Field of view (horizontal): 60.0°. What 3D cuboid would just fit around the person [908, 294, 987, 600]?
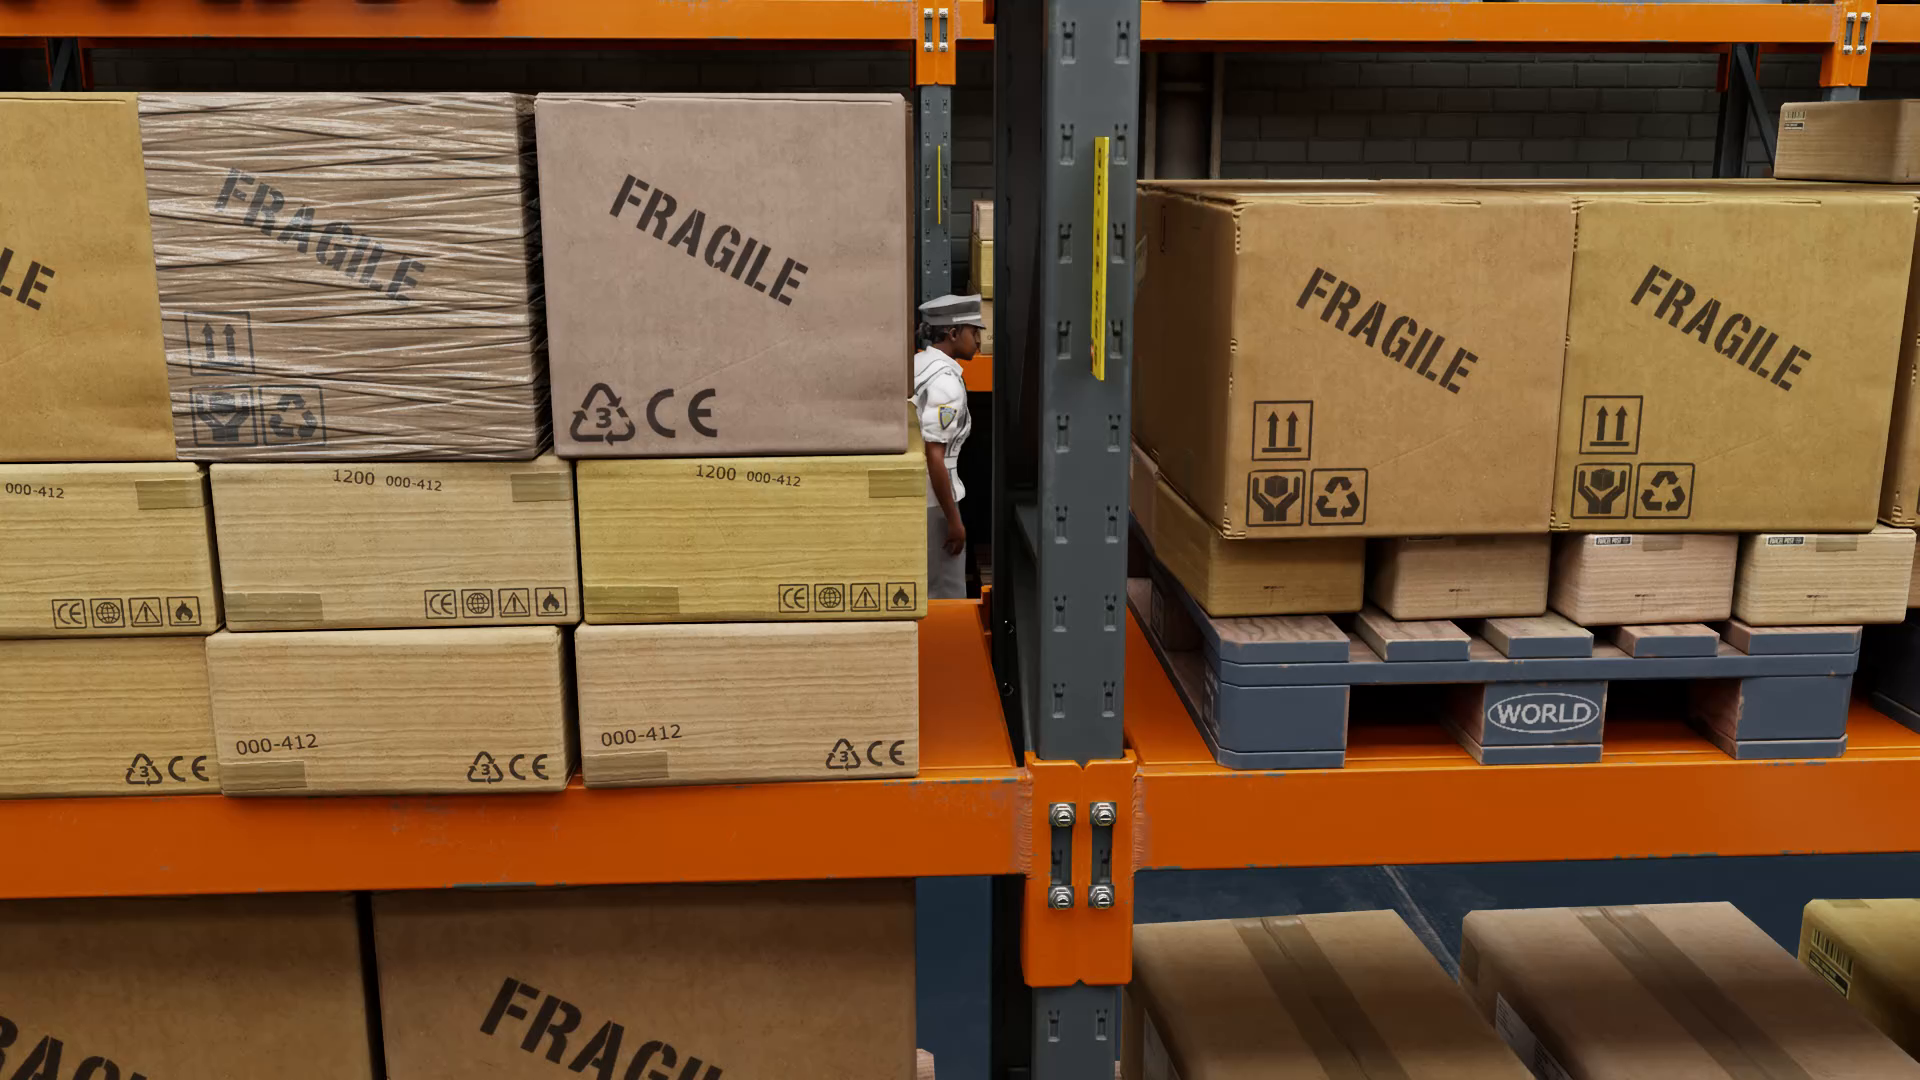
[{"bbox_3d":[-0.078,-0.118,6.483,0.417,1.659,0.521,-2,14,-10],"label":"person"}]
